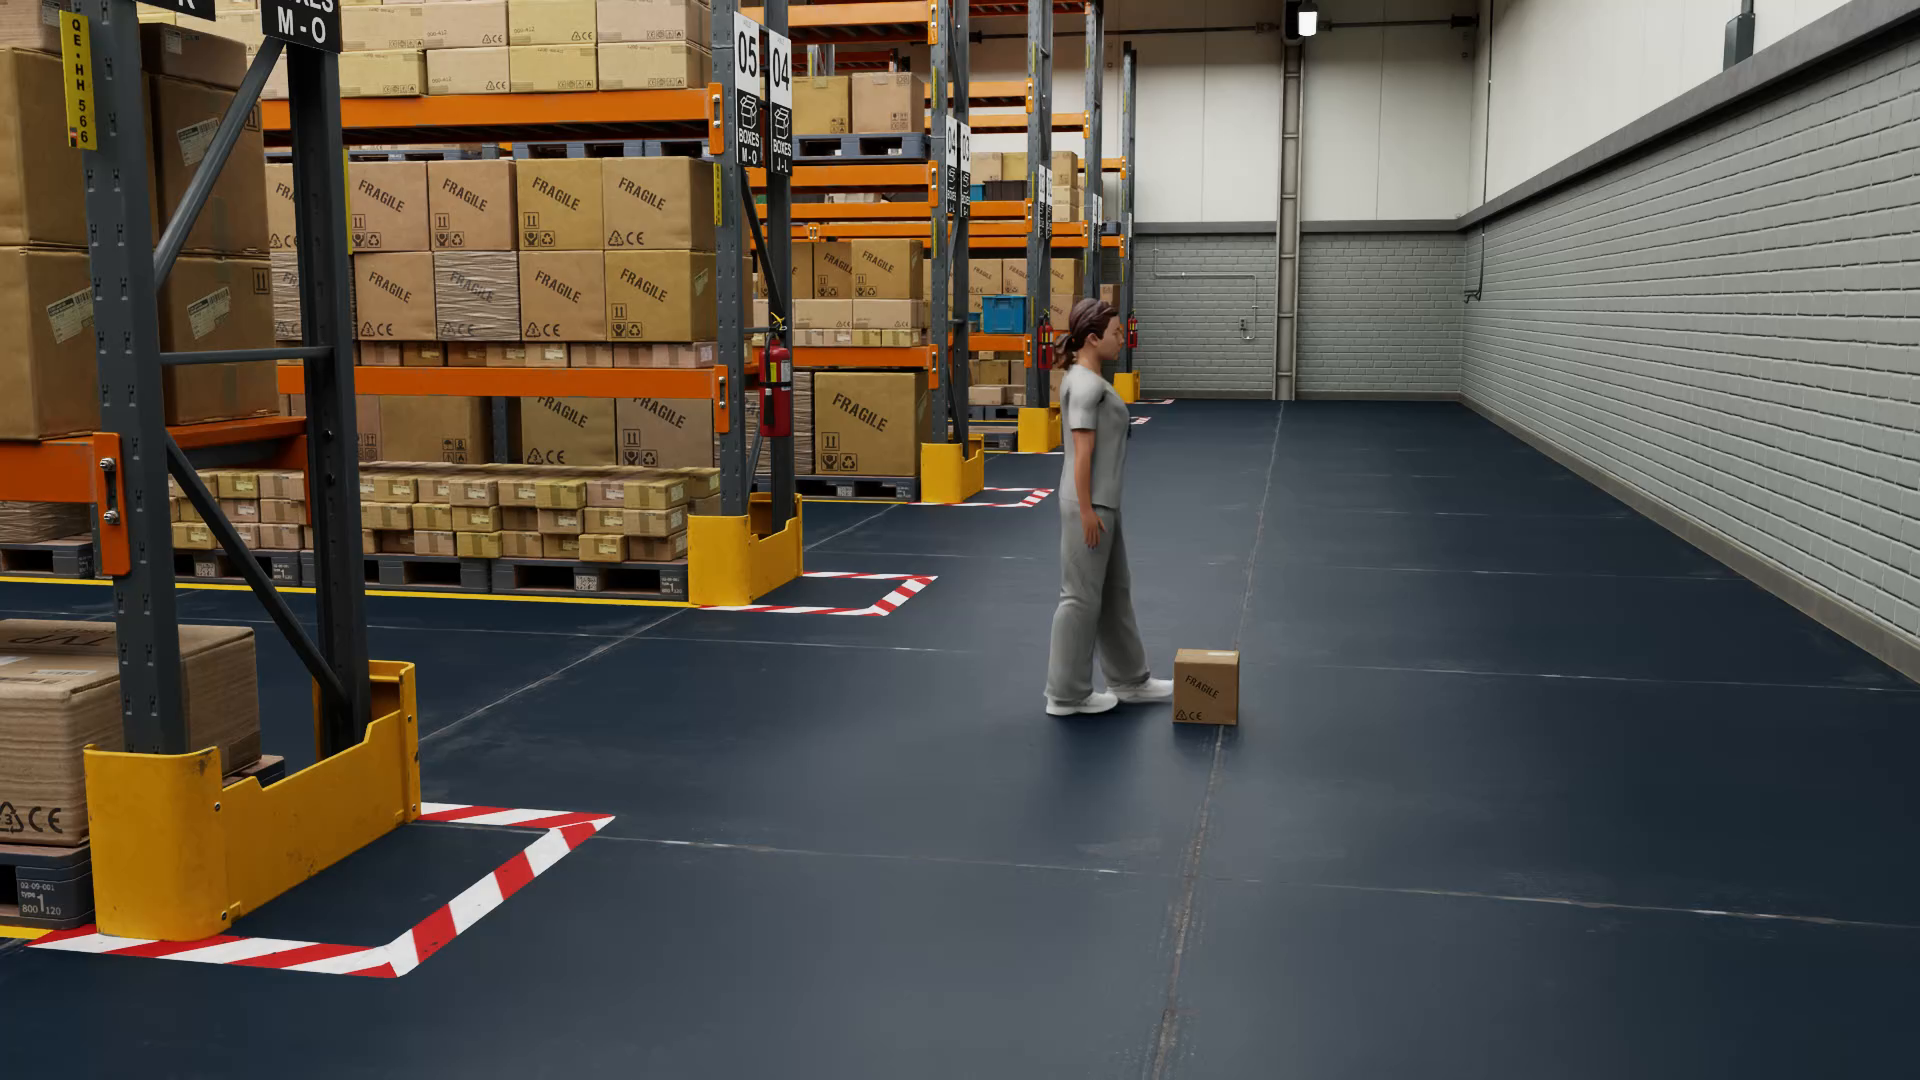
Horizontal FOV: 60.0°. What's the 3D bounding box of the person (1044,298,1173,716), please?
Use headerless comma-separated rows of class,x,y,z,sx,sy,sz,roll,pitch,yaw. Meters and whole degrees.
person,0.628,-0.132,6.710,0.576,1.670,0.459,0,8,2
